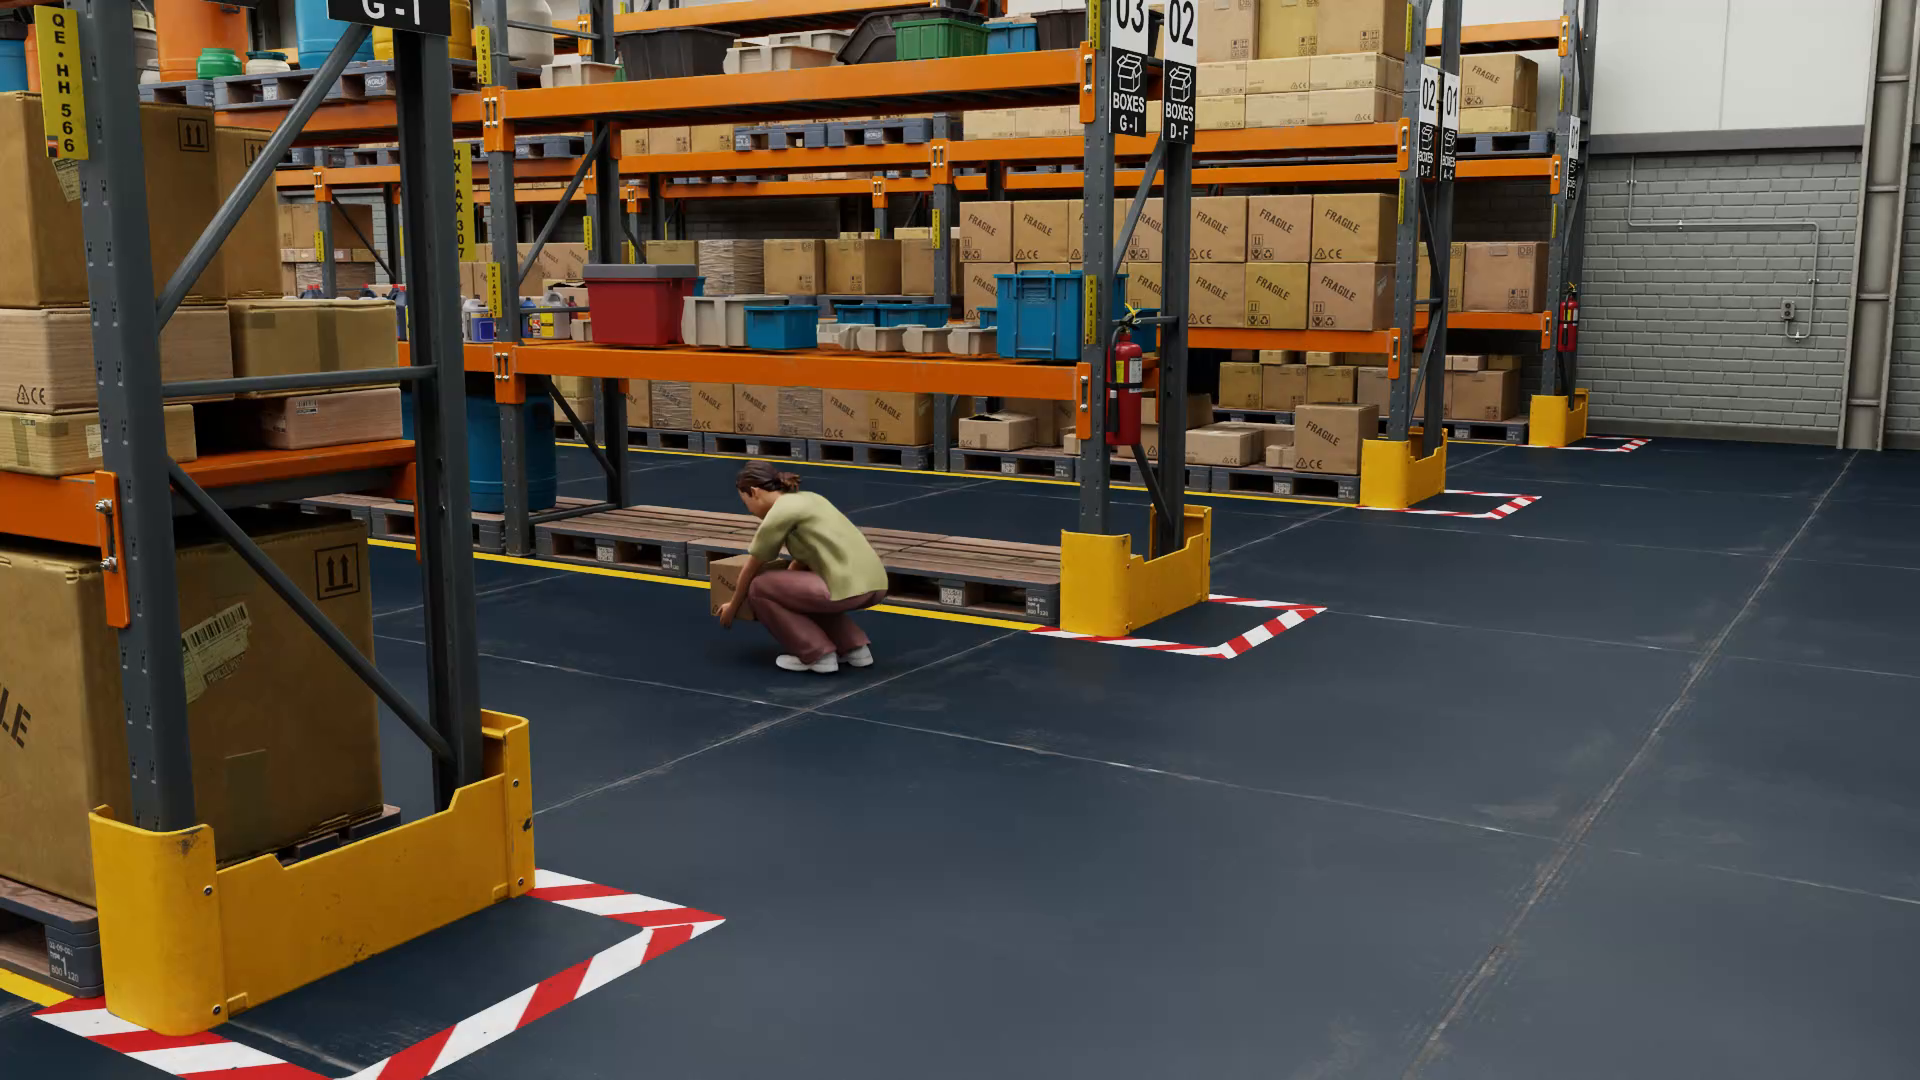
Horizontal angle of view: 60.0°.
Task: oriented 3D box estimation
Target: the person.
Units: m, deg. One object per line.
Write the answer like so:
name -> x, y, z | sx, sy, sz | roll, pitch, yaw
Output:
person -> -0.708, 0.109, 7.501 | 0.785, 0.936, 0.476 | 6, 11, 31
